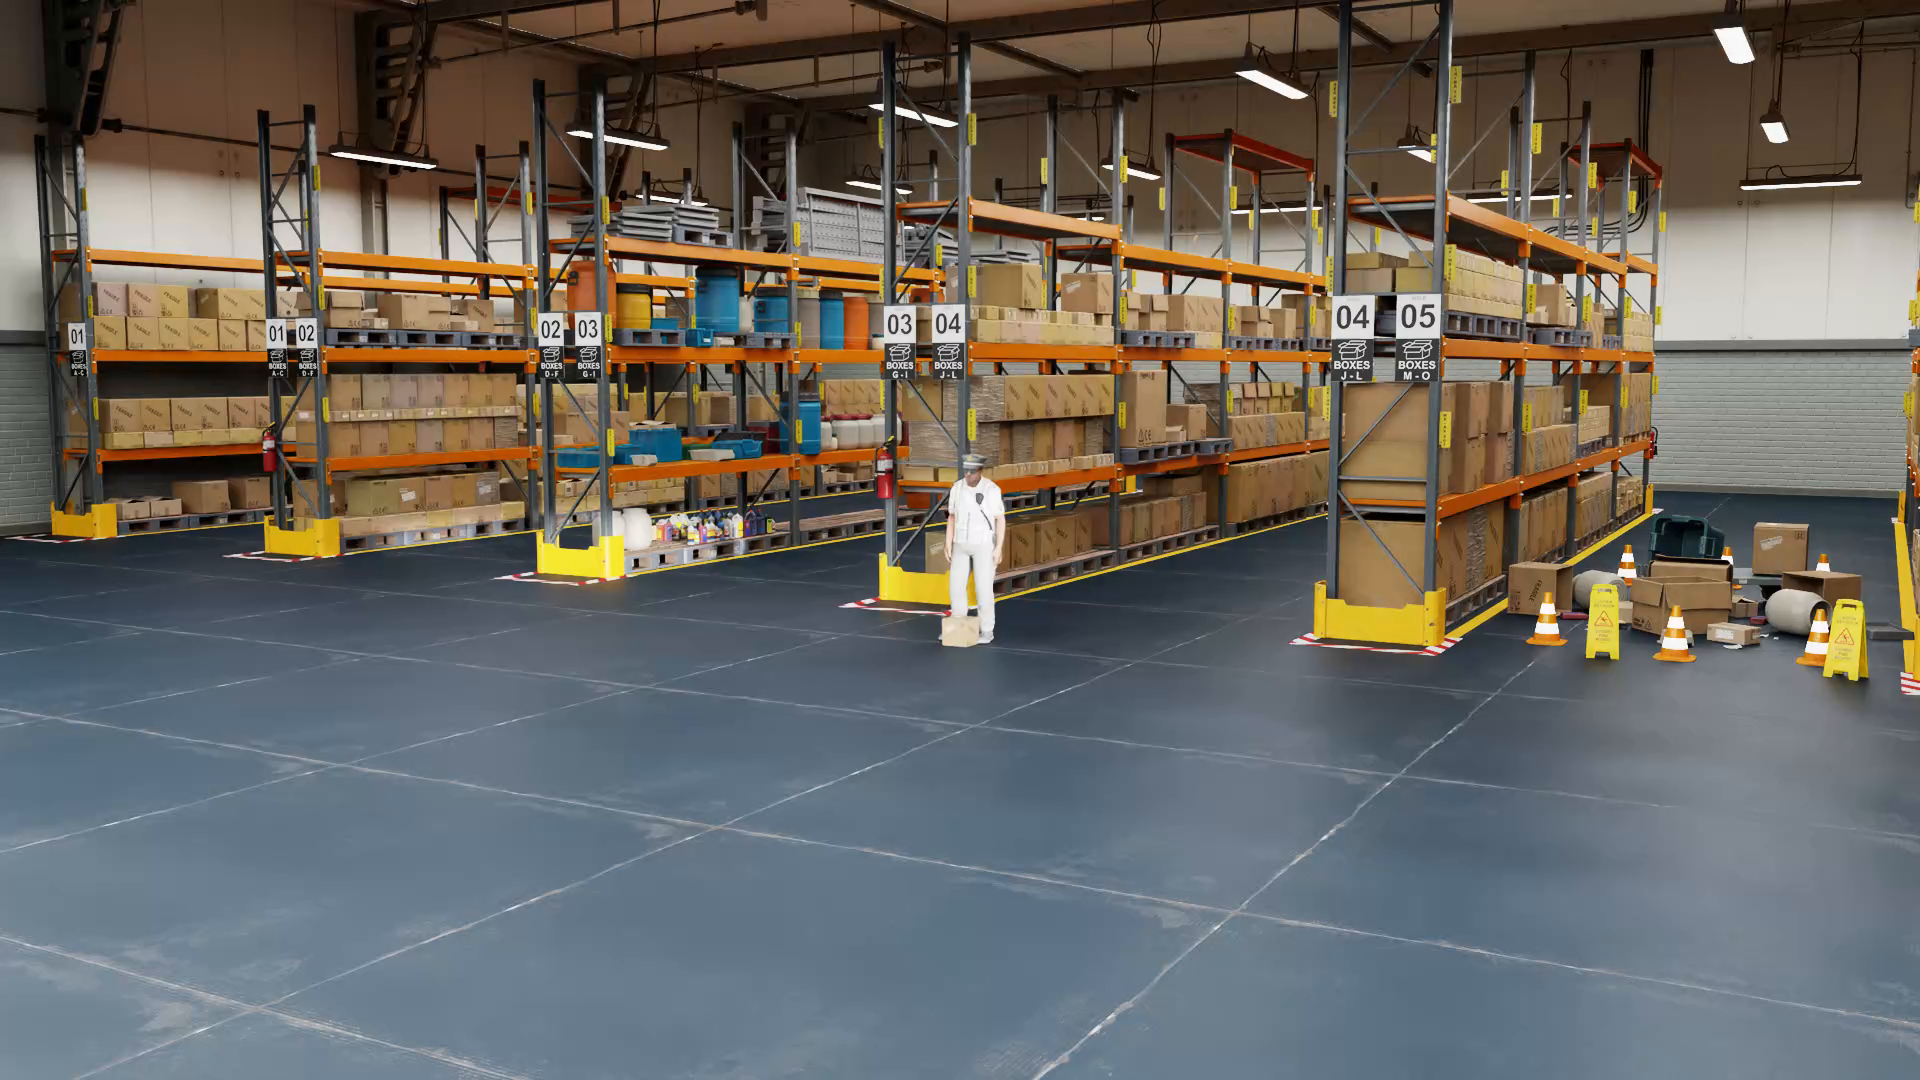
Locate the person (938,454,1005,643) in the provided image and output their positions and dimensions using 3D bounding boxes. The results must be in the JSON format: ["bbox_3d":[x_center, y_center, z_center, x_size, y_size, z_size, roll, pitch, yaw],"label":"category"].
[{"bbox_3d":[0.134,0.068,15.454,0.594,1.744,0.437,3,7,26],"label":"person"}]
